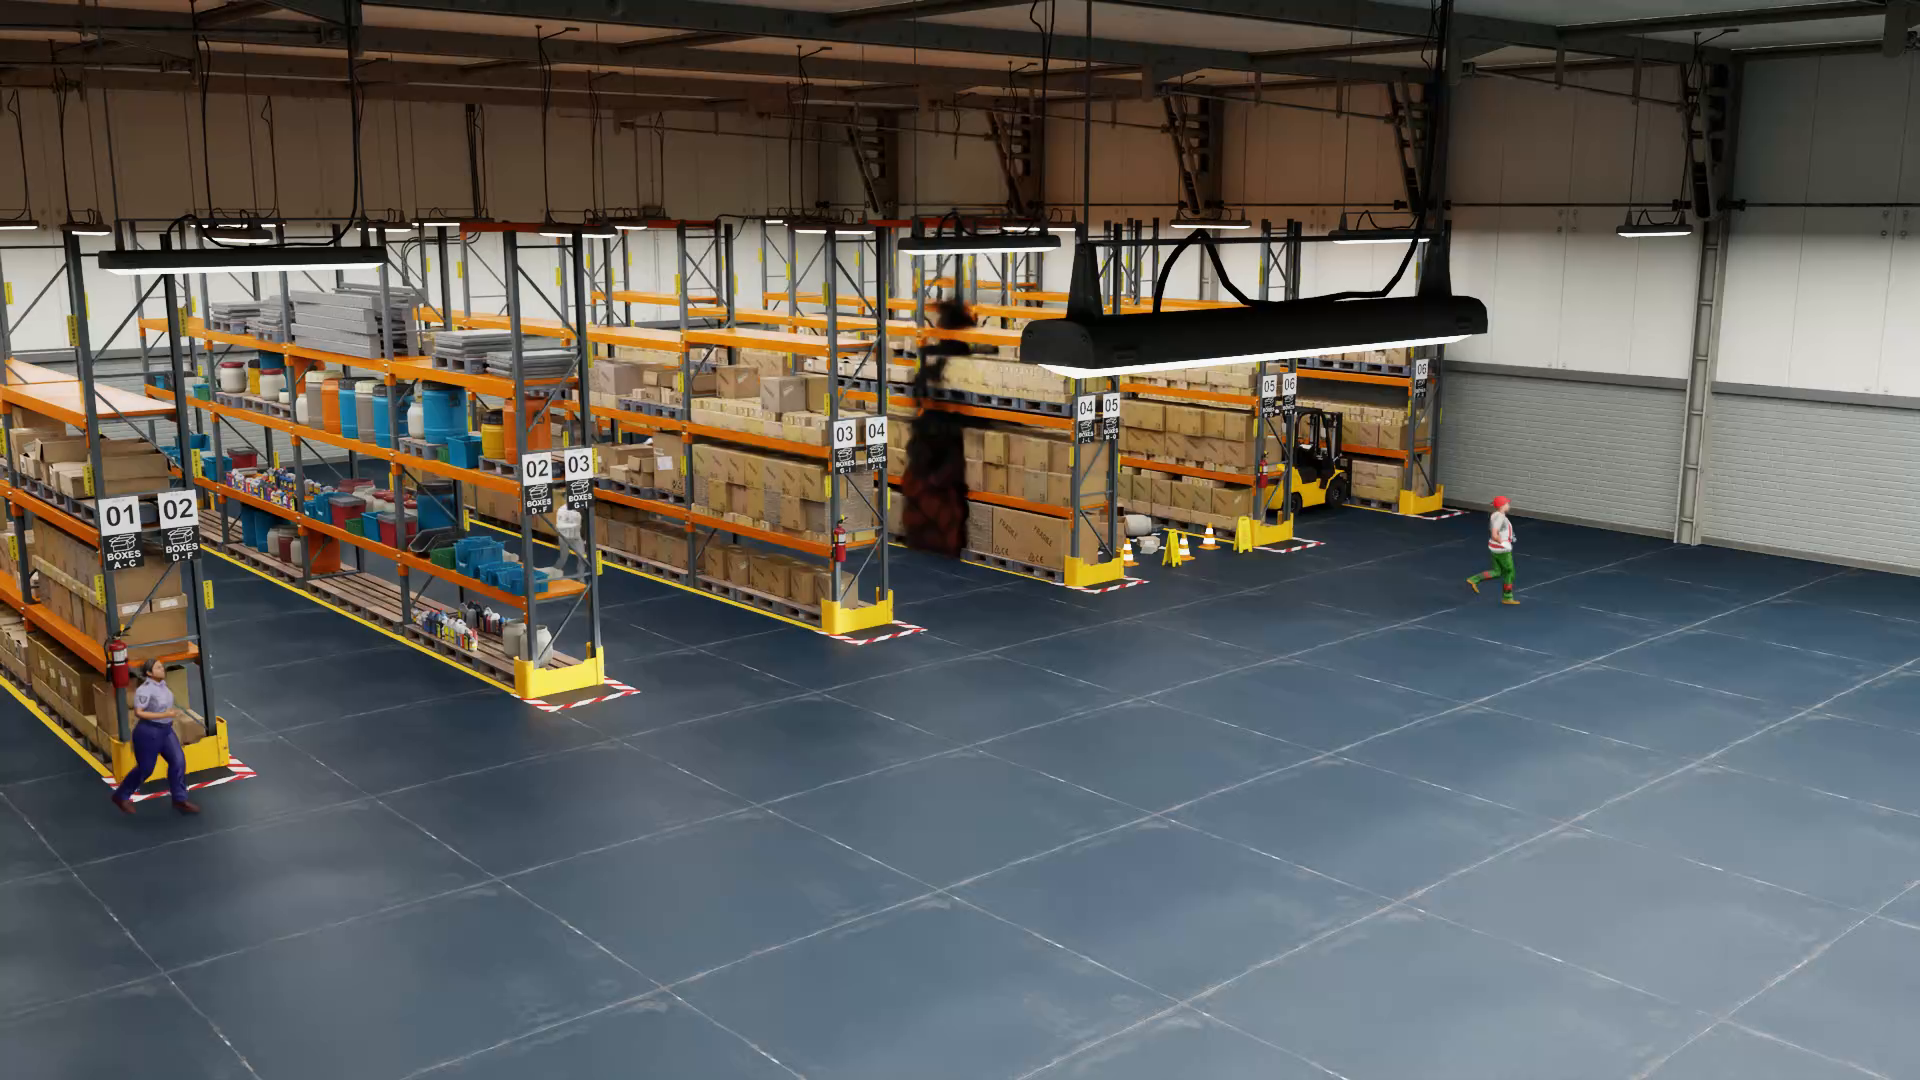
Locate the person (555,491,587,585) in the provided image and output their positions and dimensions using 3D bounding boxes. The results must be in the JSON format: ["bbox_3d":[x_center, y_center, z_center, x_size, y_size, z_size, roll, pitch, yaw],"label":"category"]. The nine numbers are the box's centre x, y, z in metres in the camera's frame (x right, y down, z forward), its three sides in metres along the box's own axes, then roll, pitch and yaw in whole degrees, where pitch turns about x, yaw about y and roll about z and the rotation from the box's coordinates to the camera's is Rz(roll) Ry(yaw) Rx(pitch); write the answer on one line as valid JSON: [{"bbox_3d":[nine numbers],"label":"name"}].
[{"bbox_3d":[-6.491,-0.008,27.642,0.816,1.737,0.557,9,15,39],"label":"person"}]

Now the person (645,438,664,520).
[{"bbox_3d":[-6.027,-1.105,32.844,0.631,1.823,0.694,-11,16,-44],"label":"person"}]

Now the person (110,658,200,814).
[{"bbox_3d":[-8.474,2.086,17.494,0.871,1.595,0.600,0,11,1],"label":"person"}]

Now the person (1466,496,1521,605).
[{"bbox_3d":[8.590,0.171,26.604,0.872,1.778,0.655,1,11,3],"label":"person"}]
